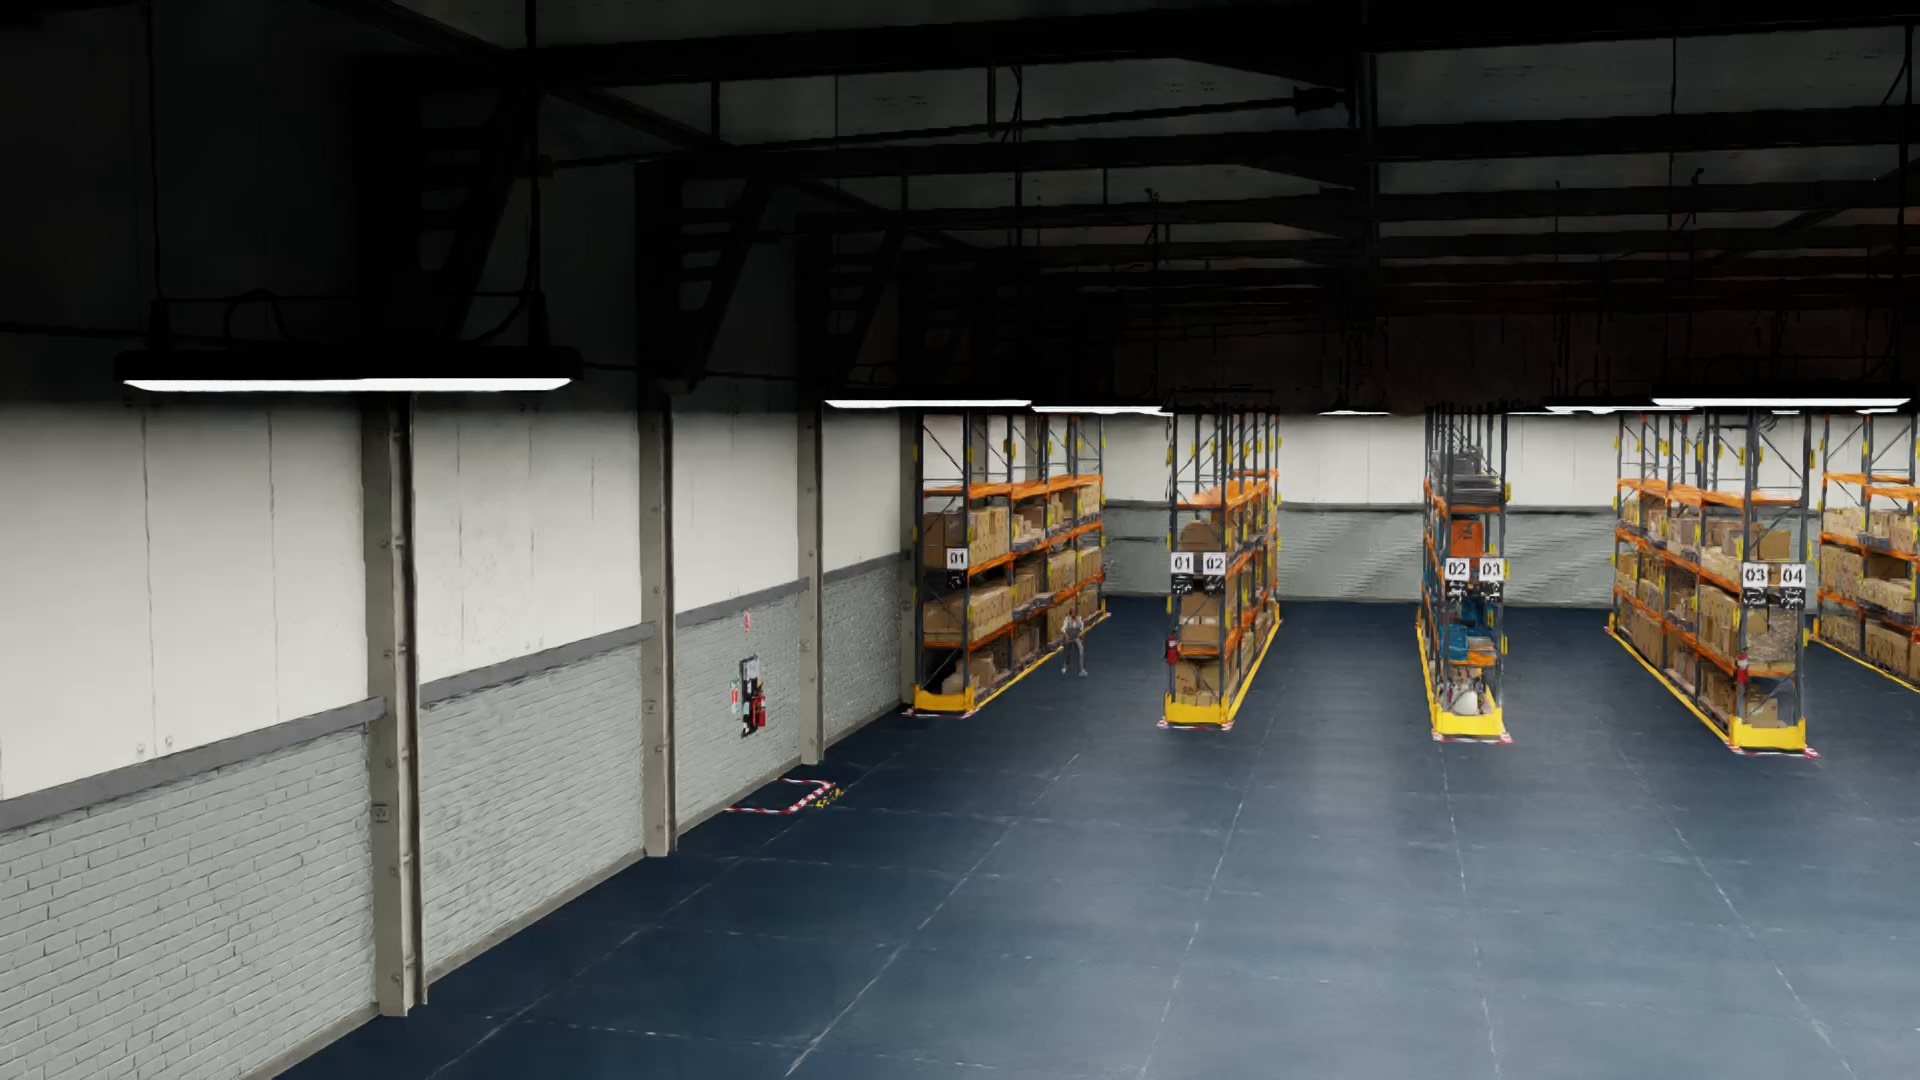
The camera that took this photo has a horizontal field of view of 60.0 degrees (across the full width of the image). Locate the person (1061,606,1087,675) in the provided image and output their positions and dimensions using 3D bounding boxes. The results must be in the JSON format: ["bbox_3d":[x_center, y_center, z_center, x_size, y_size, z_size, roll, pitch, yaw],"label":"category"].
[{"bbox_3d":[2.522,2.220,36.999,0.562,1.517,0.782,0,4,-3],"label":"person"}]
